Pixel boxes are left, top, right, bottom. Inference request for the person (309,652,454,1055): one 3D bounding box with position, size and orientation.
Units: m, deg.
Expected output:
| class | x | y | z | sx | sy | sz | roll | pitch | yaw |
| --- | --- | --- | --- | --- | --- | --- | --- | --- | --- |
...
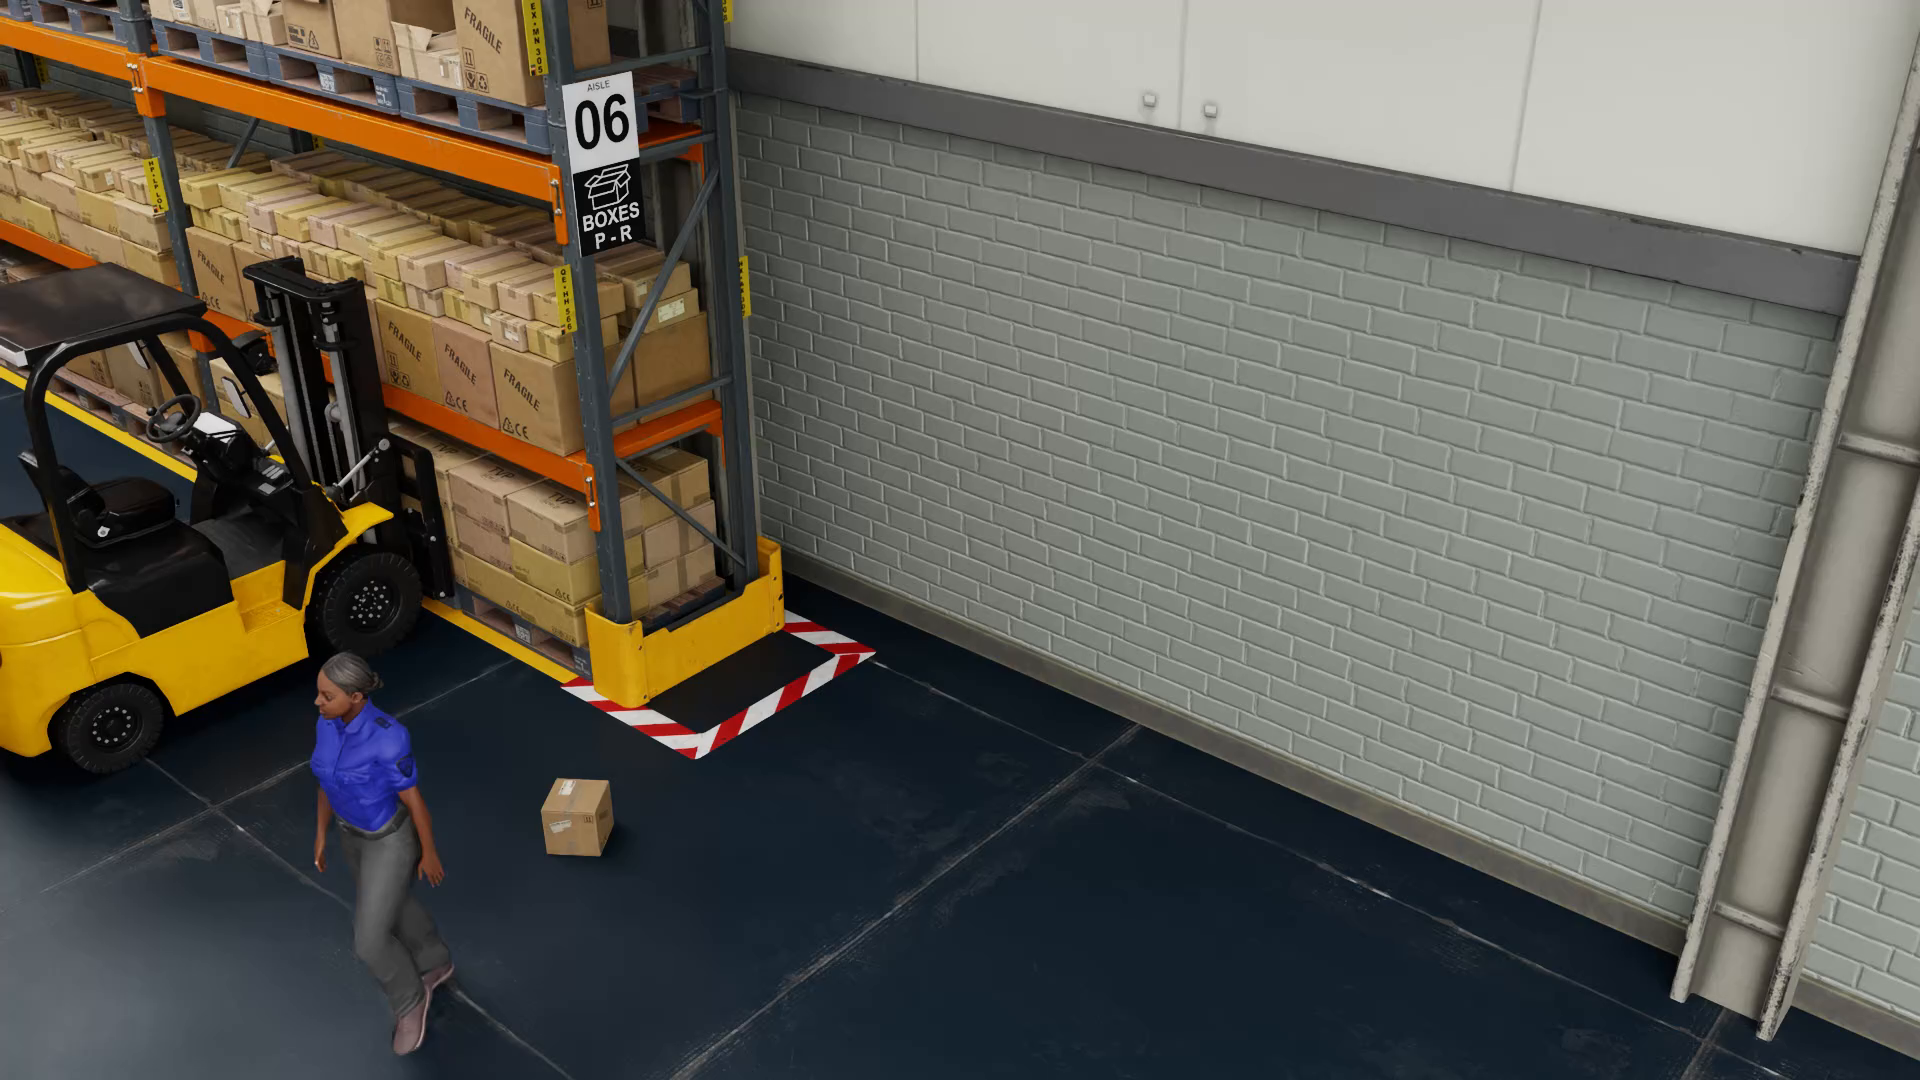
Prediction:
| class | x | y | z | sx | sy | sz | roll | pitch | yaw |
| --- | --- | --- | --- | --- | --- | --- | --- | --- | --- |
| person | -2.237 | 1.190 | 6.363 | 0.497 | 1.723 | 0.496 | 19 | 33 | 32 |
